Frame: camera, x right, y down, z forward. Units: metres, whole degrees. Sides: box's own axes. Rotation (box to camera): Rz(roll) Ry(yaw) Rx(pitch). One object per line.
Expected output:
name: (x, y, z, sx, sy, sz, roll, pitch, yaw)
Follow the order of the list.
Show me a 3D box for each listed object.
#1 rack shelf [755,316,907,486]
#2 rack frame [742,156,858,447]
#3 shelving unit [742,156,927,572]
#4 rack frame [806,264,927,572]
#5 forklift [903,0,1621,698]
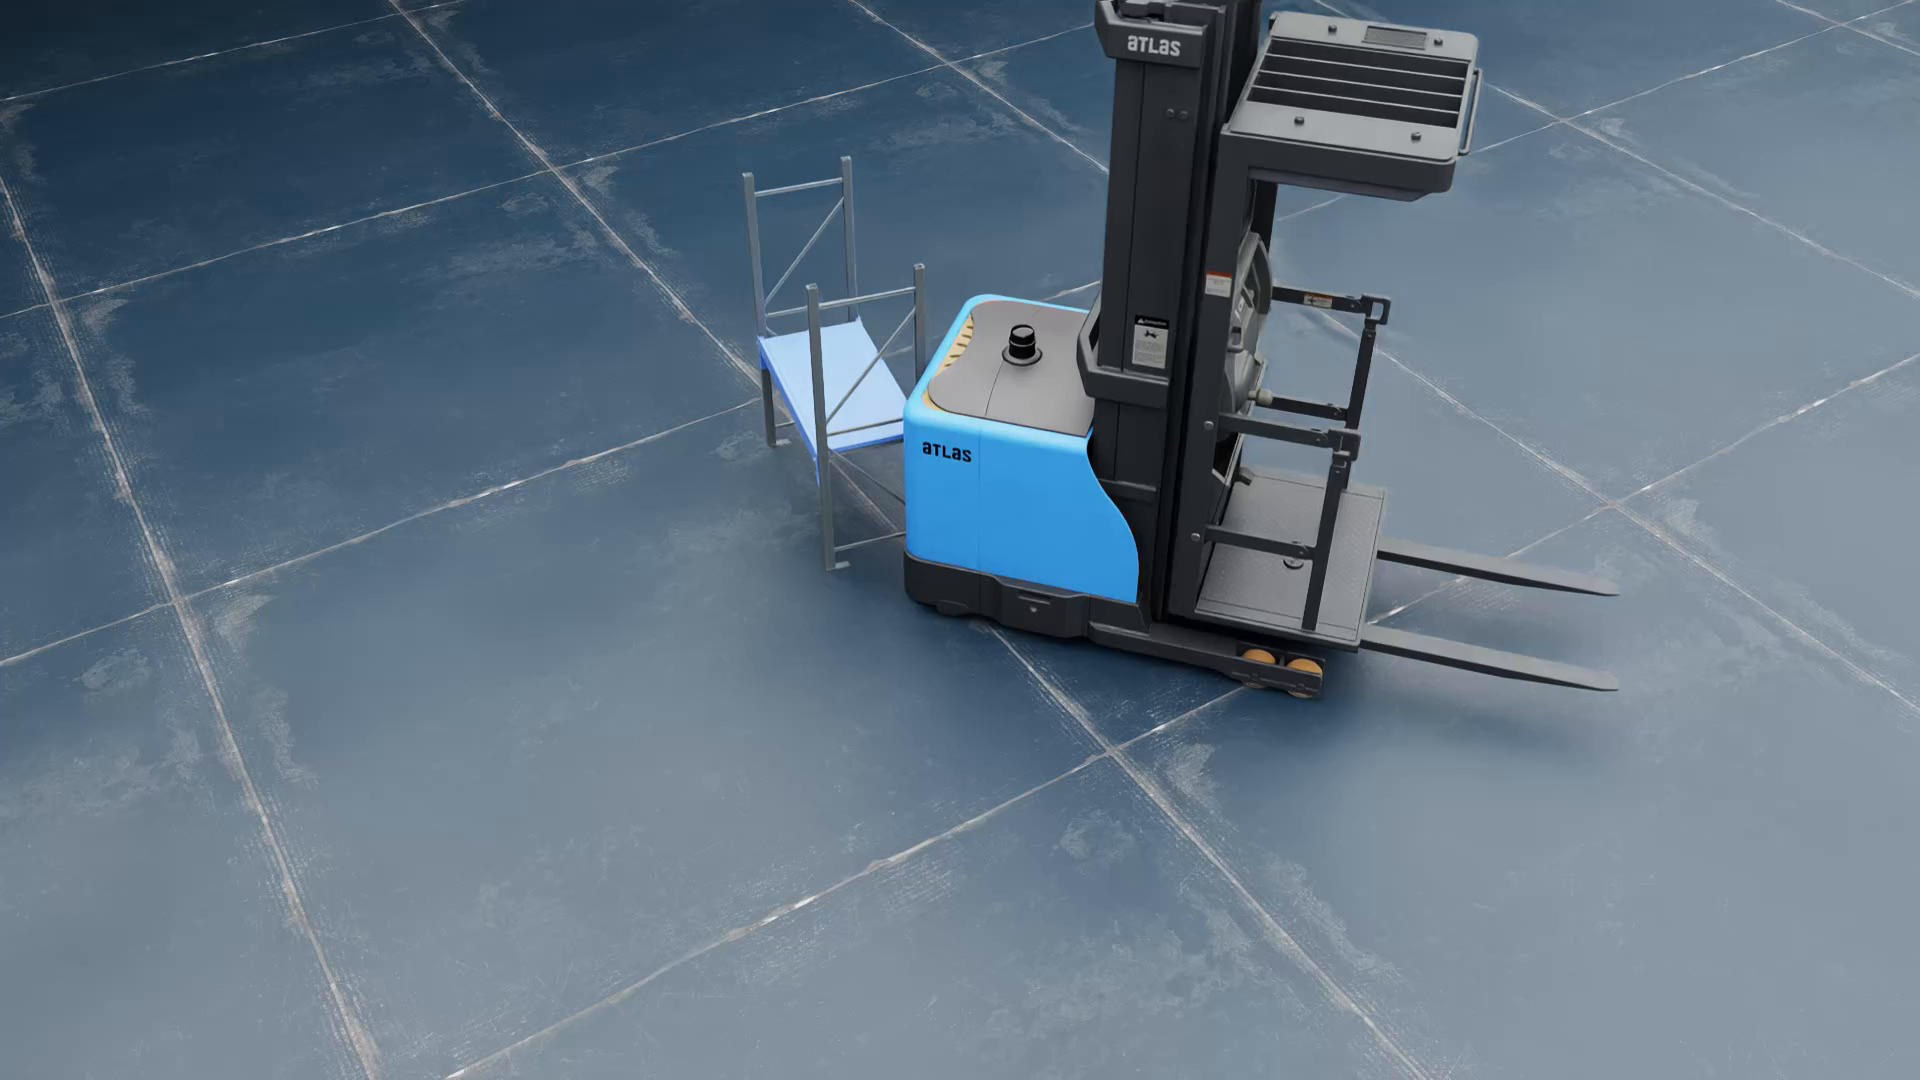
rack shelf: (-0.558, -0.662, 7.715, 0.538, 0.185, 1.000, -13, 42, -15)
rack frame: (-0.733, -1.106, 7.966, 0.500, 1.500, 0.032, -13, 42, -15)
shelving unit: (-0.558, -0.801, 7.600, 0.538, 1.500, 1.048, -13, 42, -15)
rack frame: (-0.382, -0.495, 7.233, 0.500, 1.500, 0.032, -13, 42, -15)
forklift: (1.326, -0.844, 6.534, 3.031, 2.935, 1.130, 11, 41, 13)
